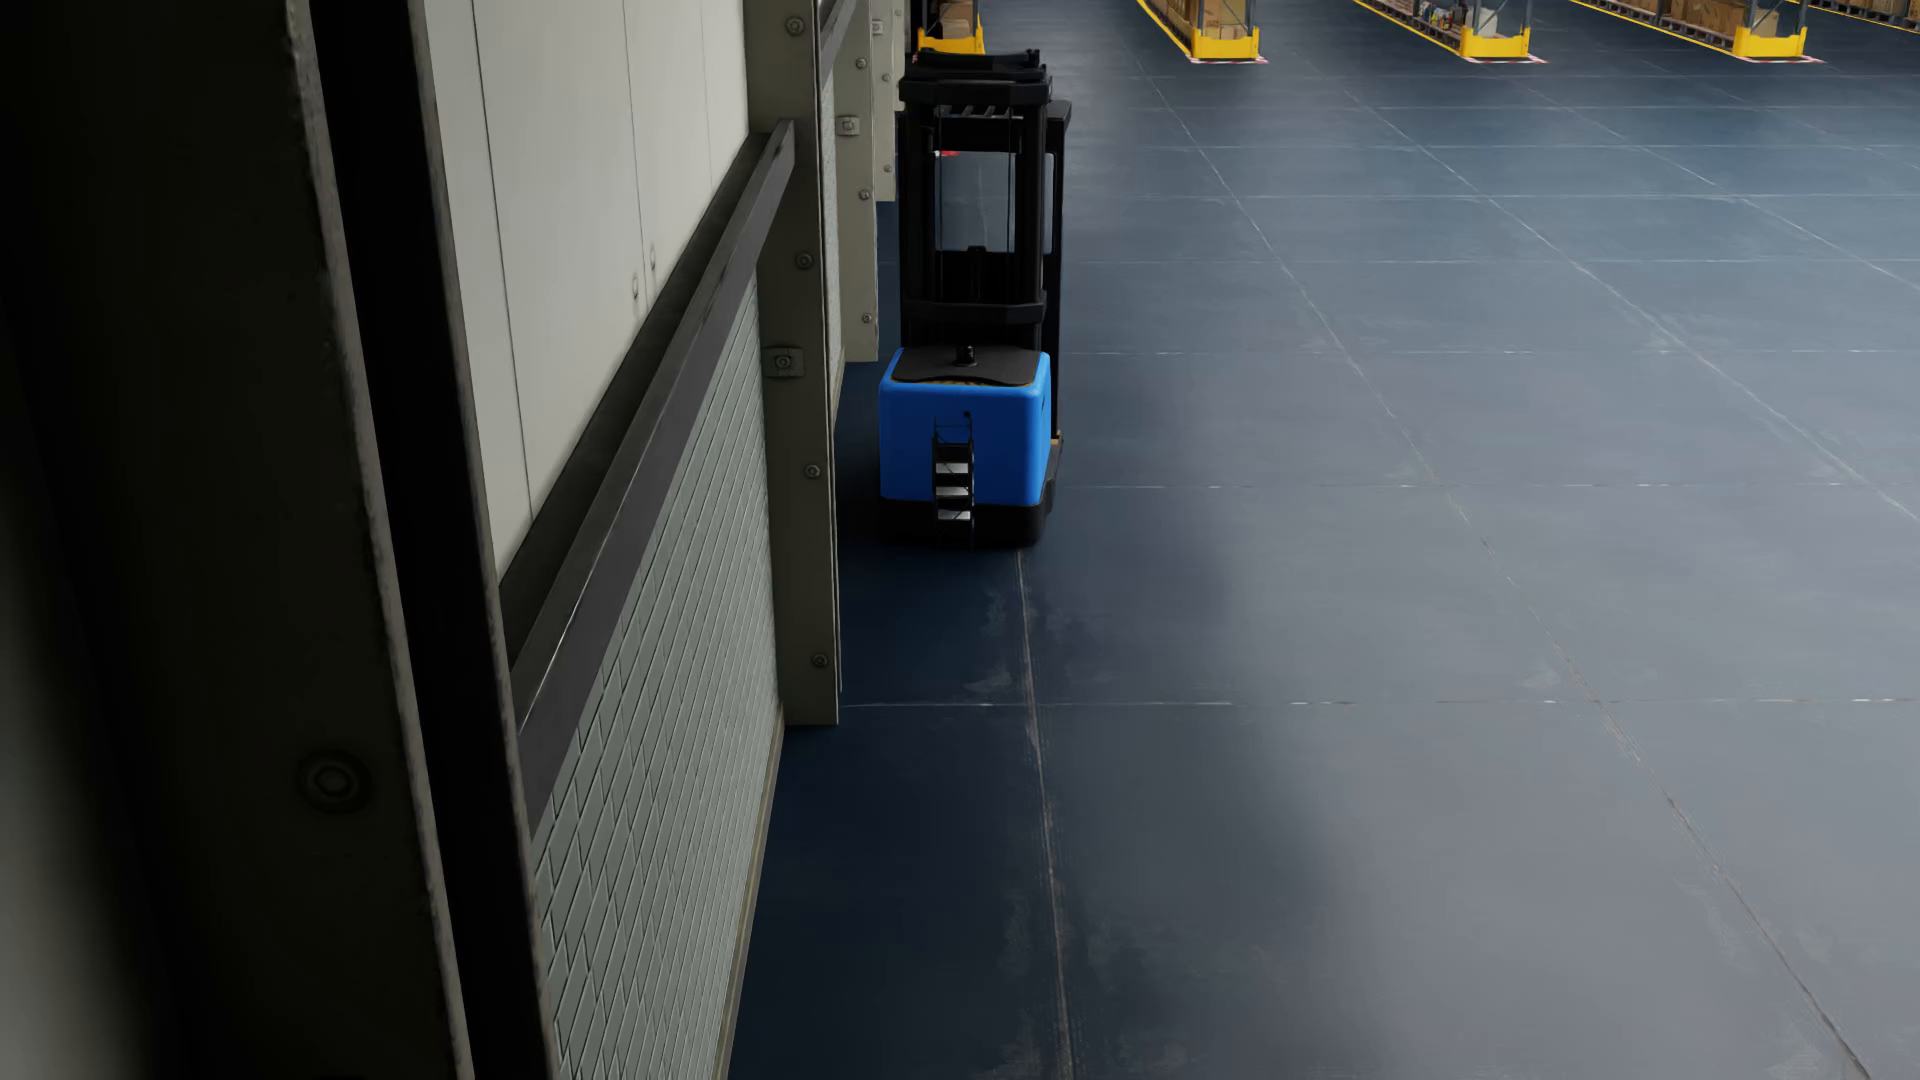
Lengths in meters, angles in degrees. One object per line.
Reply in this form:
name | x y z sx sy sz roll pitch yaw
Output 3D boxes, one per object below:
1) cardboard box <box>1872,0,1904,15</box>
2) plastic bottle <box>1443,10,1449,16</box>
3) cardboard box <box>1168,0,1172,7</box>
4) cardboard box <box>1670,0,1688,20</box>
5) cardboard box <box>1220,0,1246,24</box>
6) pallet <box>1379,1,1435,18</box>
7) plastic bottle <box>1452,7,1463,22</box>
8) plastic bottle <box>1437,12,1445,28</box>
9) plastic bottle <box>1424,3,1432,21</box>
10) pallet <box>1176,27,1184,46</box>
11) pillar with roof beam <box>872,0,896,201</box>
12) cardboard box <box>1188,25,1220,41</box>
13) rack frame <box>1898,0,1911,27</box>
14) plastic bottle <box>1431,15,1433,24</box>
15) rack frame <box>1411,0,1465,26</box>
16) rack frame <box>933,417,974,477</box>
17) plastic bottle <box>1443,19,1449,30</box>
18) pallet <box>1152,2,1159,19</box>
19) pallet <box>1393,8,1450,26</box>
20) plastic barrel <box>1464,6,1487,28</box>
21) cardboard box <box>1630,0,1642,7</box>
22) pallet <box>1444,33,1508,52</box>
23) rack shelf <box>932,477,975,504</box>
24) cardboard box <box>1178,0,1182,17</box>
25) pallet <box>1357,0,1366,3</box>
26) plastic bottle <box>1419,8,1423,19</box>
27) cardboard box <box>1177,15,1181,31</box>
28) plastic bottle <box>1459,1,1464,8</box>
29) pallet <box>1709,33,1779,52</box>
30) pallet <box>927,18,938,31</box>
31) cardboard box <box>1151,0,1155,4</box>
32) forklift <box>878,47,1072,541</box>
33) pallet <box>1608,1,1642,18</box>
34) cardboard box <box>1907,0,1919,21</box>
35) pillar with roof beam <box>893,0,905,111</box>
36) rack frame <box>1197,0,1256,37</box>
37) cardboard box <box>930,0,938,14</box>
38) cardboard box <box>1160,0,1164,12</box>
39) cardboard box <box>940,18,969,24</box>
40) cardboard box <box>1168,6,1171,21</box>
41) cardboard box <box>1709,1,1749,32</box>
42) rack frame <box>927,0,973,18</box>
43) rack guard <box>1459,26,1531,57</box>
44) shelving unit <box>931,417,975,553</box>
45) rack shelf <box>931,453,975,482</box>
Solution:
cardboard box | 19.499 -11.211 34.119 1.050 0.750 0.750 0 24 -1
plastic bottle | 9.430 -10.170 32.367 0.152 0.276 0.135 0 24 -1
cardboard box | 4.421 -10.854 33.025 0.500 0.500 0.500 0 24 -1
cardboard box | 14.599 -10.696 33.284 0.500 0.500 0.500 -1 24 -2
cardboard box | 4.982 -9.826 30.753 0.500 0.500 0.500 0 24 -1
pallet | 9.618 -11.344 35.575 1.003 0.211 1.213 0 24 -1
plastic bottle | 9.832 -10.392 32.859 0.152 0.276 0.135 0 24 -1
plastic bottle | 9.290 -10.014 32.023 0.152 0.276 0.135 -1 24 -2
plastic bottle | 9.276 -10.446 32.887 0.144 0.351 0.185 0 24 1
pallet | 4.712 -9.664 31.861 1.003 0.211 1.213 0 24 -1
pillar with roof beam | 3.382 -8.187 17.931 9.100 9.000 0.400 0 24 -1
cardboard box | 4.471 -9.276 30.447 0.500 0.250 0.500 0 24 -1
rack frame | 19.596 -11.790 33.178 1.000 3.000 0.127 0 24 -1
plastic bottle | 9.258 -10.183 32.487 0.097 0.201 0.097 0 24 0
rack frame | 9.682 -11.787 33.171 1.000 3.000 0.127 0 24 -1
rack frame | -0.033 -0.398 10.438 0.240 0.900 0.006 1 39 3
plastic bottle | 9.267 -9.819 31.682 0.097 0.201 0.097 0 24 0
pallet | 4.666 -11.303 35.485 1.003 0.211 1.213 0 24 -1
pallet | 9.635 -10.840 34.461 1.003 0.211 1.213 0 24 -1
plastic barrel | 9.637 -9.674 31.008 0.421 0.512 0.421 0 24 0
cardboard box | 14.657 -11.551 35.149 0.700 0.500 0.500 -2 24 -5
pallet | 9.674 -9.234 30.910 1.003 0.211 1.213 0 24 -1
rack shelf | -0.037 -0.308 10.380 0.258 0.077 0.200 1 39 3
cardboard box | 4.439 -10.236 31.659 0.500 0.500 0.500 0 24 -1
pallet | 9.588 -12.489 38.108 1.003 0.211 1.213 0 24 -1
plastic bottle | 9.248 -10.537 33.270 0.097 0.201 0.097 0 24 0
cardboard box | 4.443 -9.894 31.813 0.500 0.250 0.500 0 24 -1
plastic bottle | 9.977 -10.516 33.042 0.144 0.351 0.185 -1 24 -2
pallet | 14.704 -9.256 30.960 1.003 0.211 1.213 0 24 -1
pallet | -0.182 -10.195 33.036 1.003 0.211 1.213 0 24 -1
cardboard box | 4.415 -11.714 35.838 0.500 0.250 0.500 -1 24 -2
forklift | 0.168 -1.903 11.401 1.130 2.935 3.031 3 24 6
pallet | 14.609 -11.363 35.619 1.003 0.211 1.213 0 24 -1
cardboard box | 19.532 -10.753 32.955 0.875 0.875 0.875 0 24 0
pillar with roof beam | 3.317 -10.659 23.397 9.100 9.000 0.400 0 24 -1
rack frame | 4.773 -10.118 29.481 1.000 3.000 0.127 0 24 -1
cardboard box | -0.249 -11.107 34.168 0.700 0.500 0.500 1 24 1
cardboard box | 4.431 -11.083 34.441 0.500 0.250 0.500 -1 24 -1
cardboard box | -0.105 -9.590 31.042 0.500 0.311 0.500 2 24 4
cardboard box | 4.431 -10.512 33.180 0.500 0.250 0.500 0 24 -1
cardboard box | 14.660 -9.975 31.688 0.500 0.500 0.500 2 24 4
rack frame | -0.224 -11.742 33.073 1.000 3.000 0.127 0 24 -1
rack guard | 9.678 -9.031 30.111 1.175 0.500 0.348 0 24 -1
shelving unit | -0.038 -0.334 10.359 0.258 0.900 0.210 1 39 3
rack shelf | -0.042 -0.448 10.267 0.258 0.077 0.200 1 39 3
